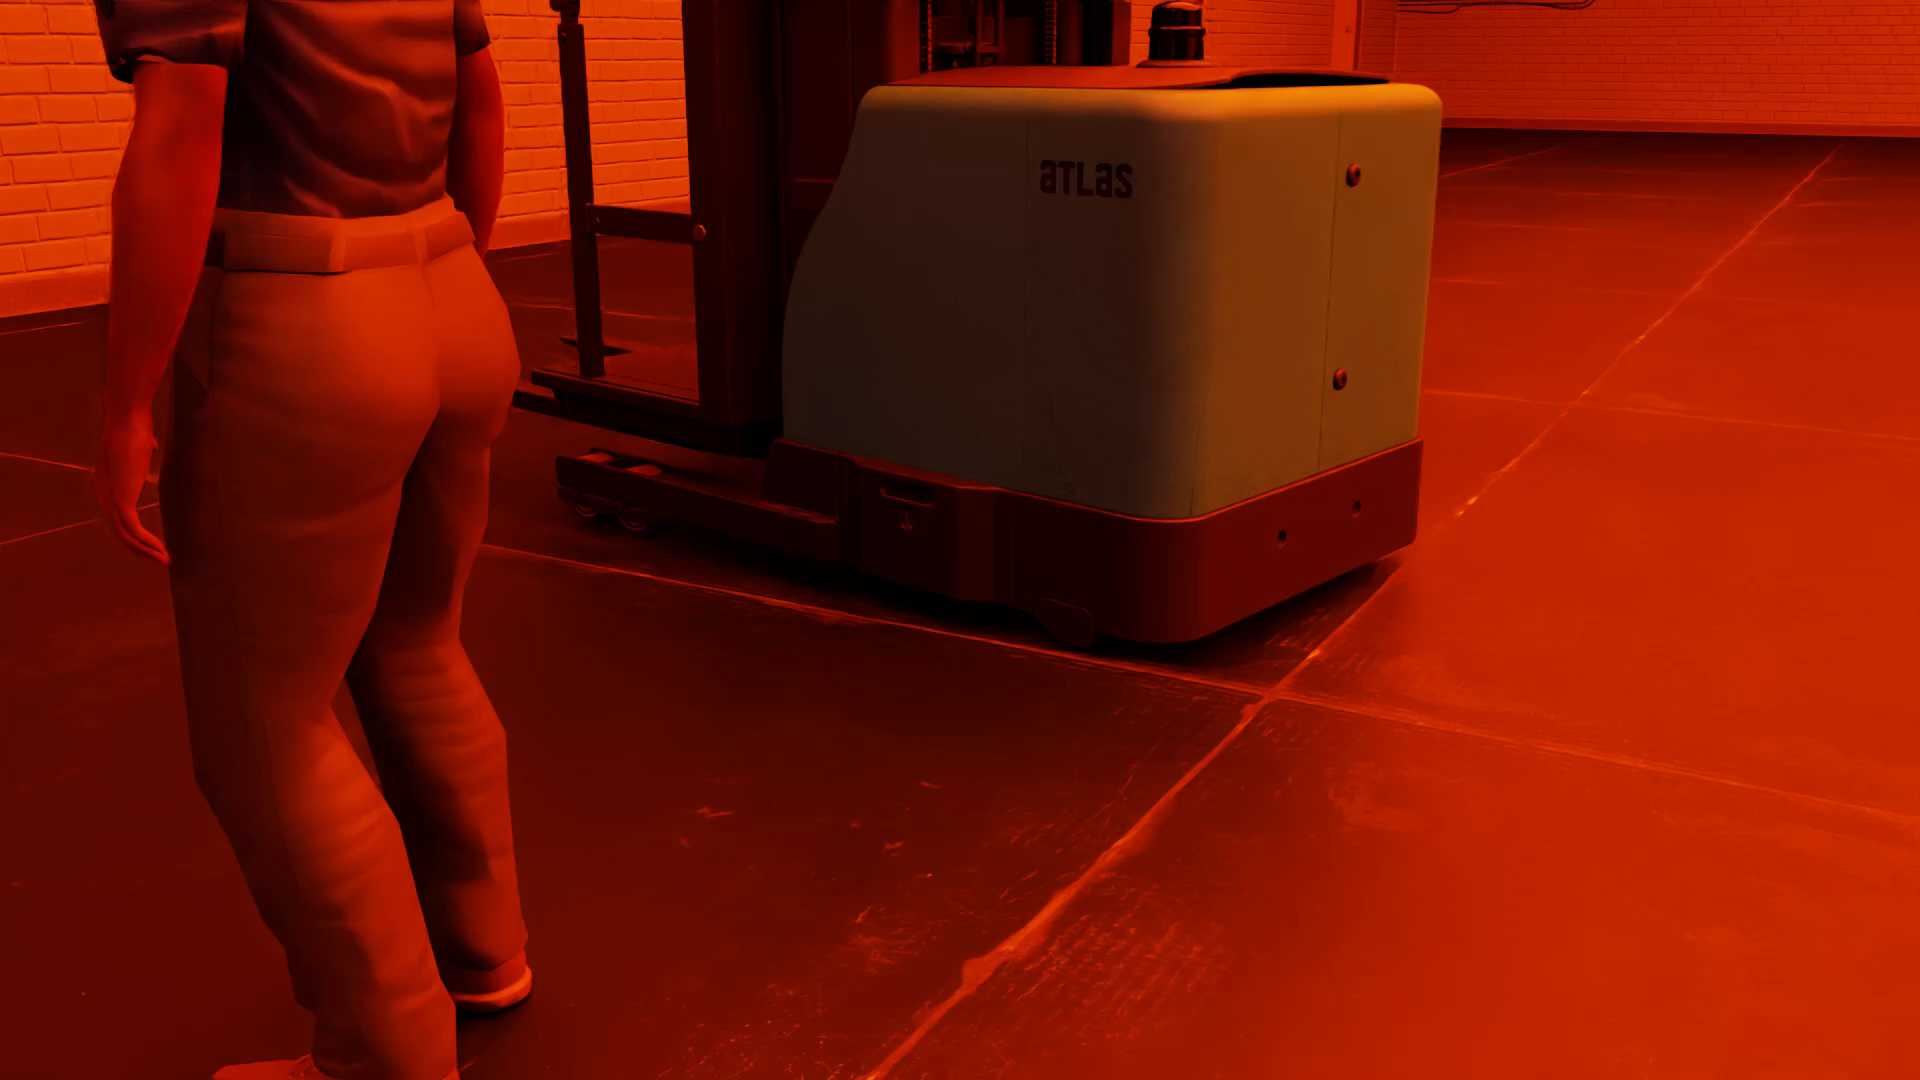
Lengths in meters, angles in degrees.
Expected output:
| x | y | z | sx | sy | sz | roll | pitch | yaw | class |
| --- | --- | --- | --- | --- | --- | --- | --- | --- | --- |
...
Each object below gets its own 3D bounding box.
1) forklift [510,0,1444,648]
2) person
| x | y | z | sx | sy | sz | roll | pitch | yaw | class |
| --- | --- | --- | --- | --- | --- | --- | --- | --- | --- |
| -0.391 | -1.524 | 4.027 | 3.031 | 2.935 | 1.130 | 14 | 22 | 40 | forklift |
| -0.679 | -0.176 | 1.720 | 0.382 | 1.651 | 0.563 | 4 | 17 | 15 | person |
